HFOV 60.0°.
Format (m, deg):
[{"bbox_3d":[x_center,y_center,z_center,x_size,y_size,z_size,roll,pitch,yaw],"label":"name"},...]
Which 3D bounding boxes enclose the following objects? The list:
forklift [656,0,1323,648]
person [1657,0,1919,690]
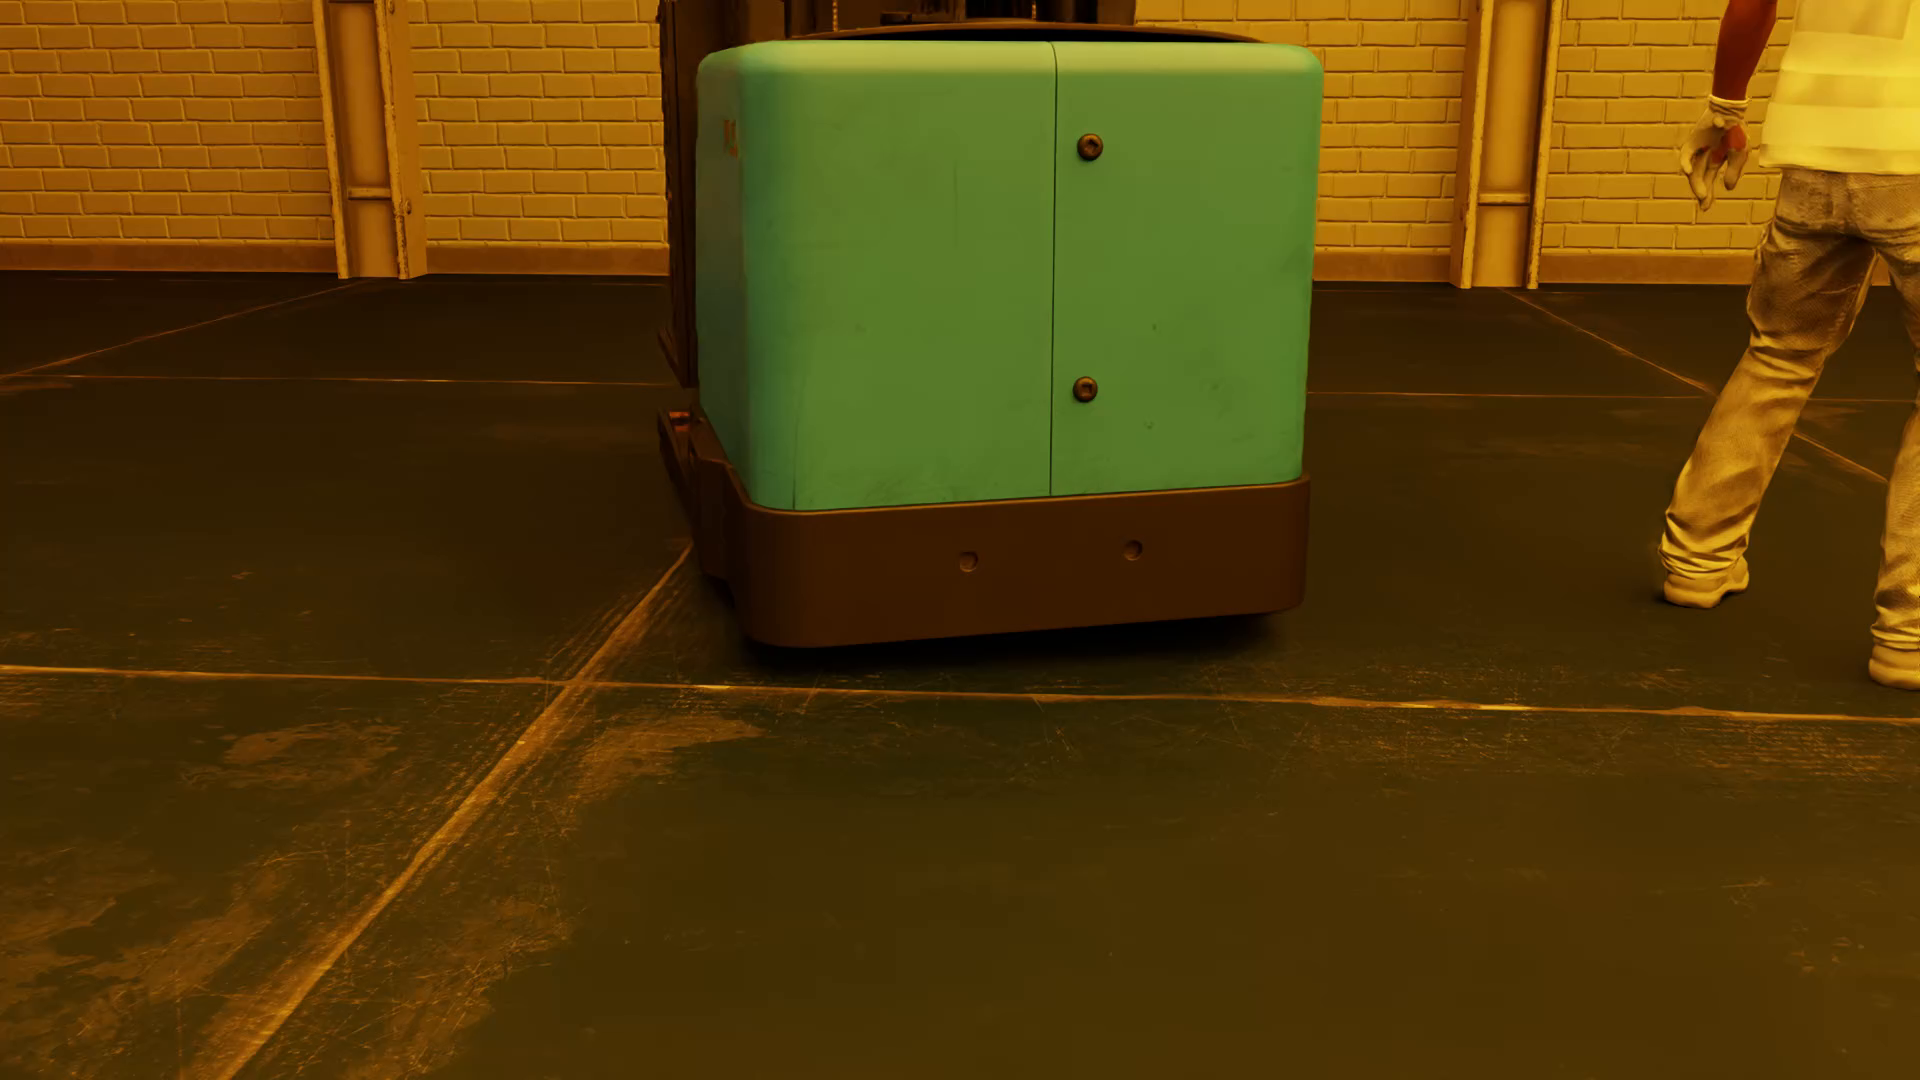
[{"bbox_3d":[-0.201,-1.571,4.005,1.130,2.935,3.031,-4,16,-13],"label":"forklift"},{"bbox_3d":[1.663,-0.654,2.887,0.405,1.748,0.881,-6,16,-20],"label":"person"}]
